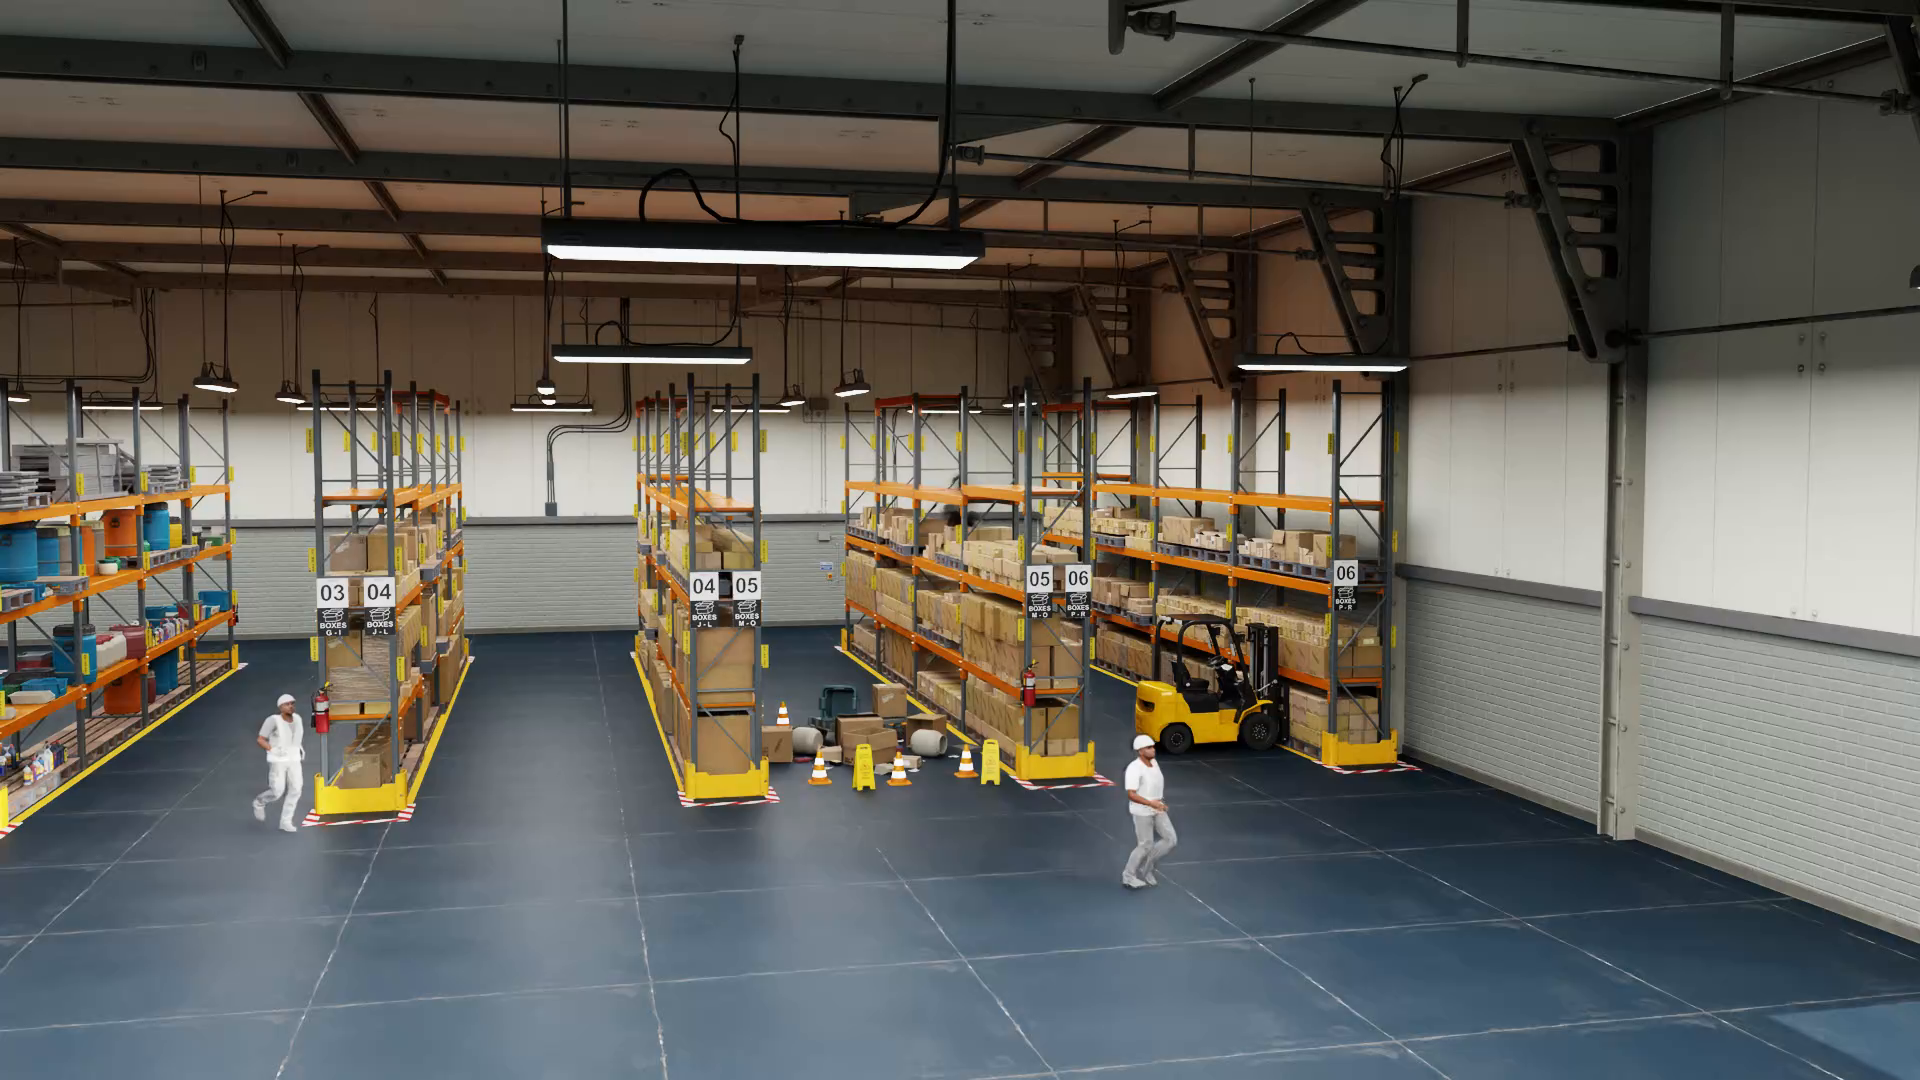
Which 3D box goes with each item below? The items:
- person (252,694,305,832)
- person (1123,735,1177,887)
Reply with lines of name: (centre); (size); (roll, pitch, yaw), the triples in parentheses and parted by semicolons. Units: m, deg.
person: (-8.826, 2.884, 21.674); (0.774, 1.760, 0.695); (2, 4, 35)
person: (2.123, 3.047, 18.692); (0.617, 1.725, 0.702); (2, 4, 37)
